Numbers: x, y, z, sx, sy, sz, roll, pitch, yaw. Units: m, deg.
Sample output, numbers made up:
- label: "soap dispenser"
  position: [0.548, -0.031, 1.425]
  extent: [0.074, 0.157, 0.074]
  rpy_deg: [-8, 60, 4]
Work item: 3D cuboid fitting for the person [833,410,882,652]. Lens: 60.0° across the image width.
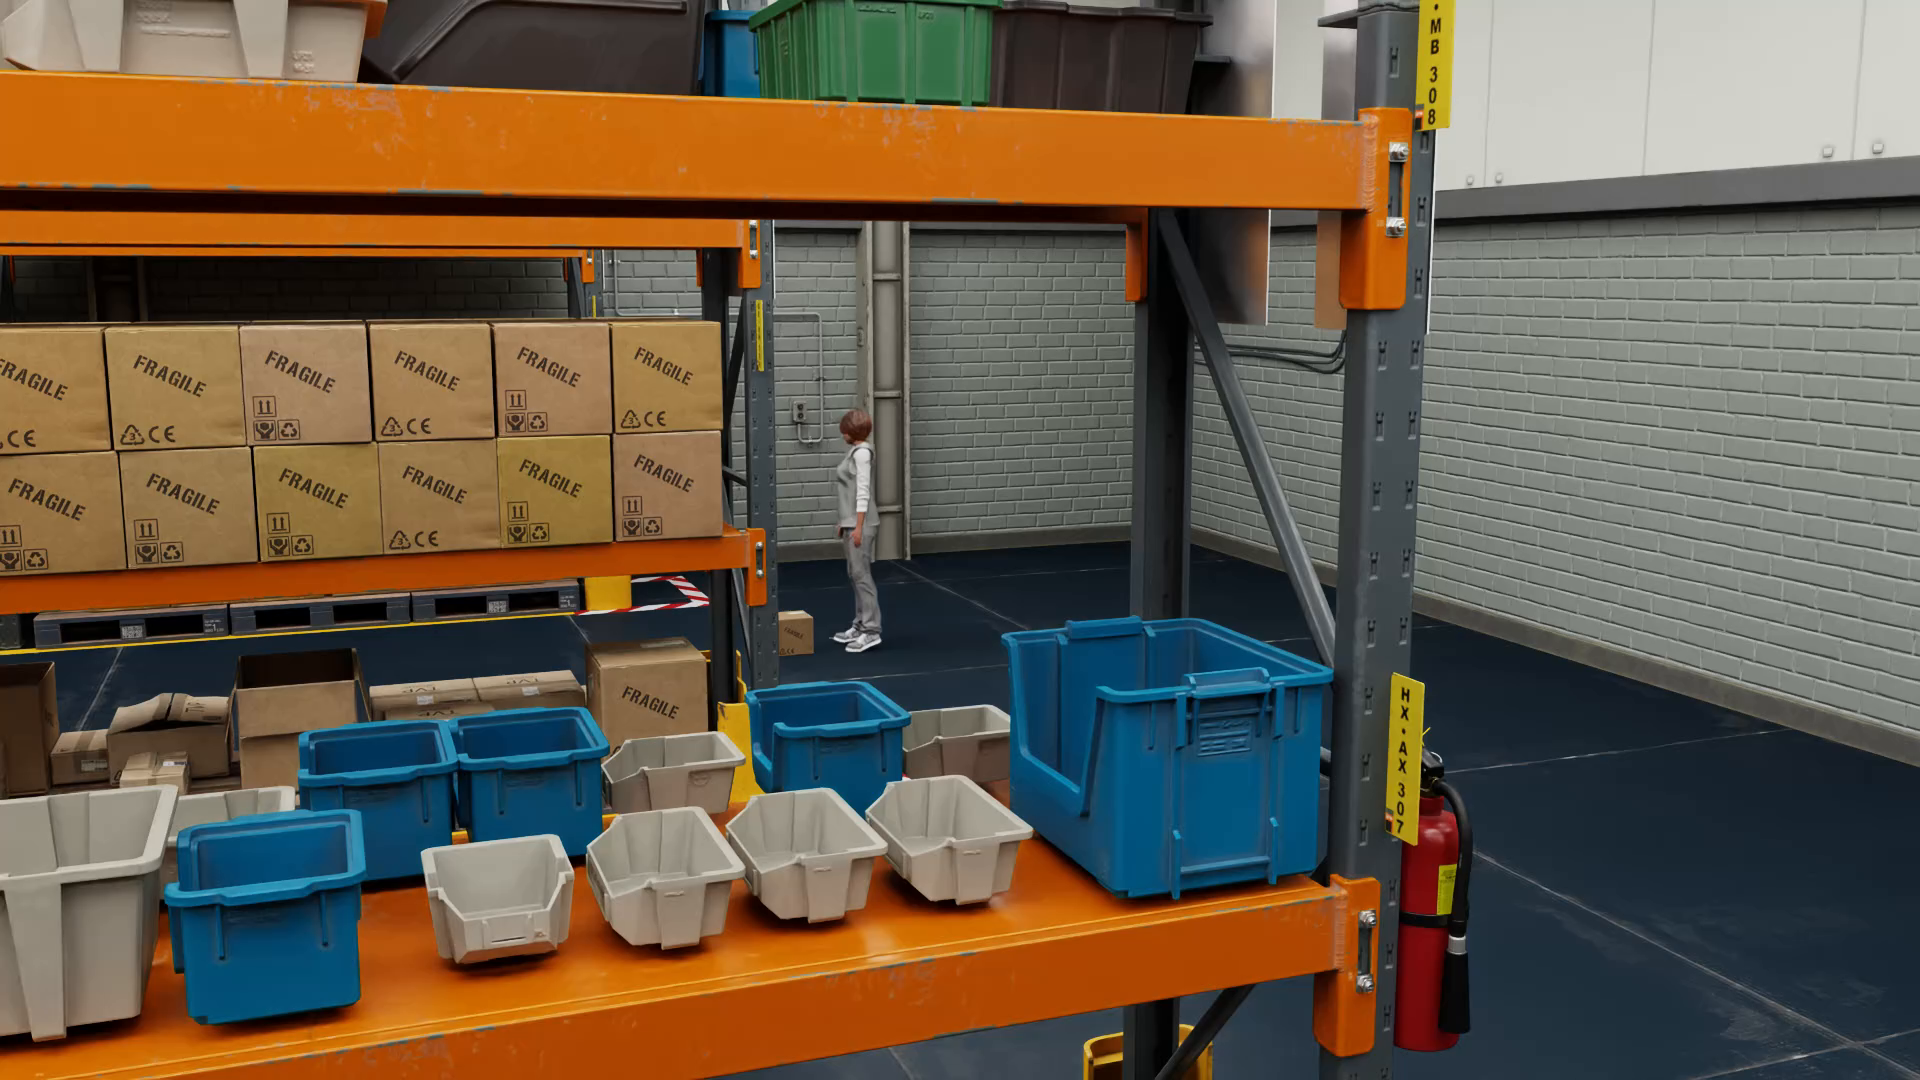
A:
- label: "person"
  position: [-0.702, -0.074, 11.278]
  extent: [0.315, 1.602, 0.518]
  rpy_deg: [-2, 9, -11]
